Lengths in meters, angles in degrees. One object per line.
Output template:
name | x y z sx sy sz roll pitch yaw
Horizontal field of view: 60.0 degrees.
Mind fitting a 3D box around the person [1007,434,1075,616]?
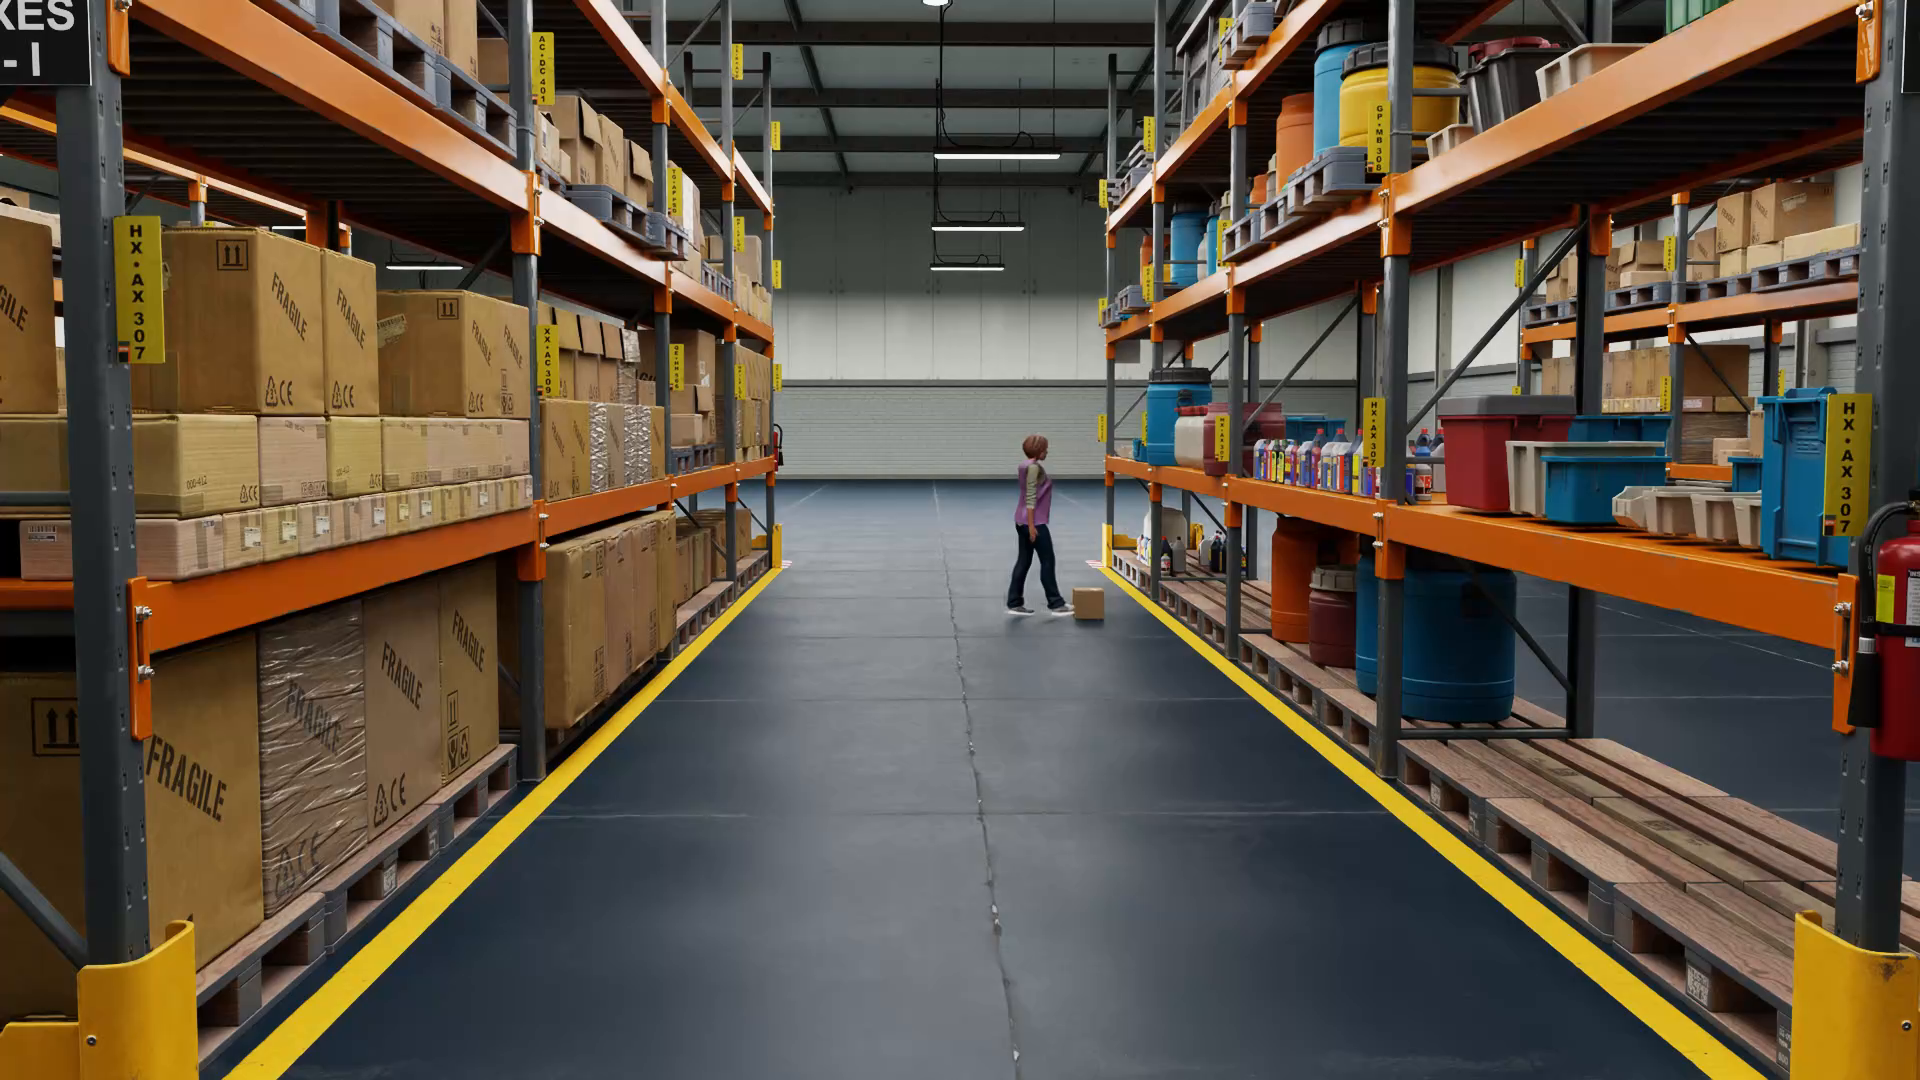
person | 0.721 -0.122 14.471 0.637 1.579 0.429 -1 4 -14
